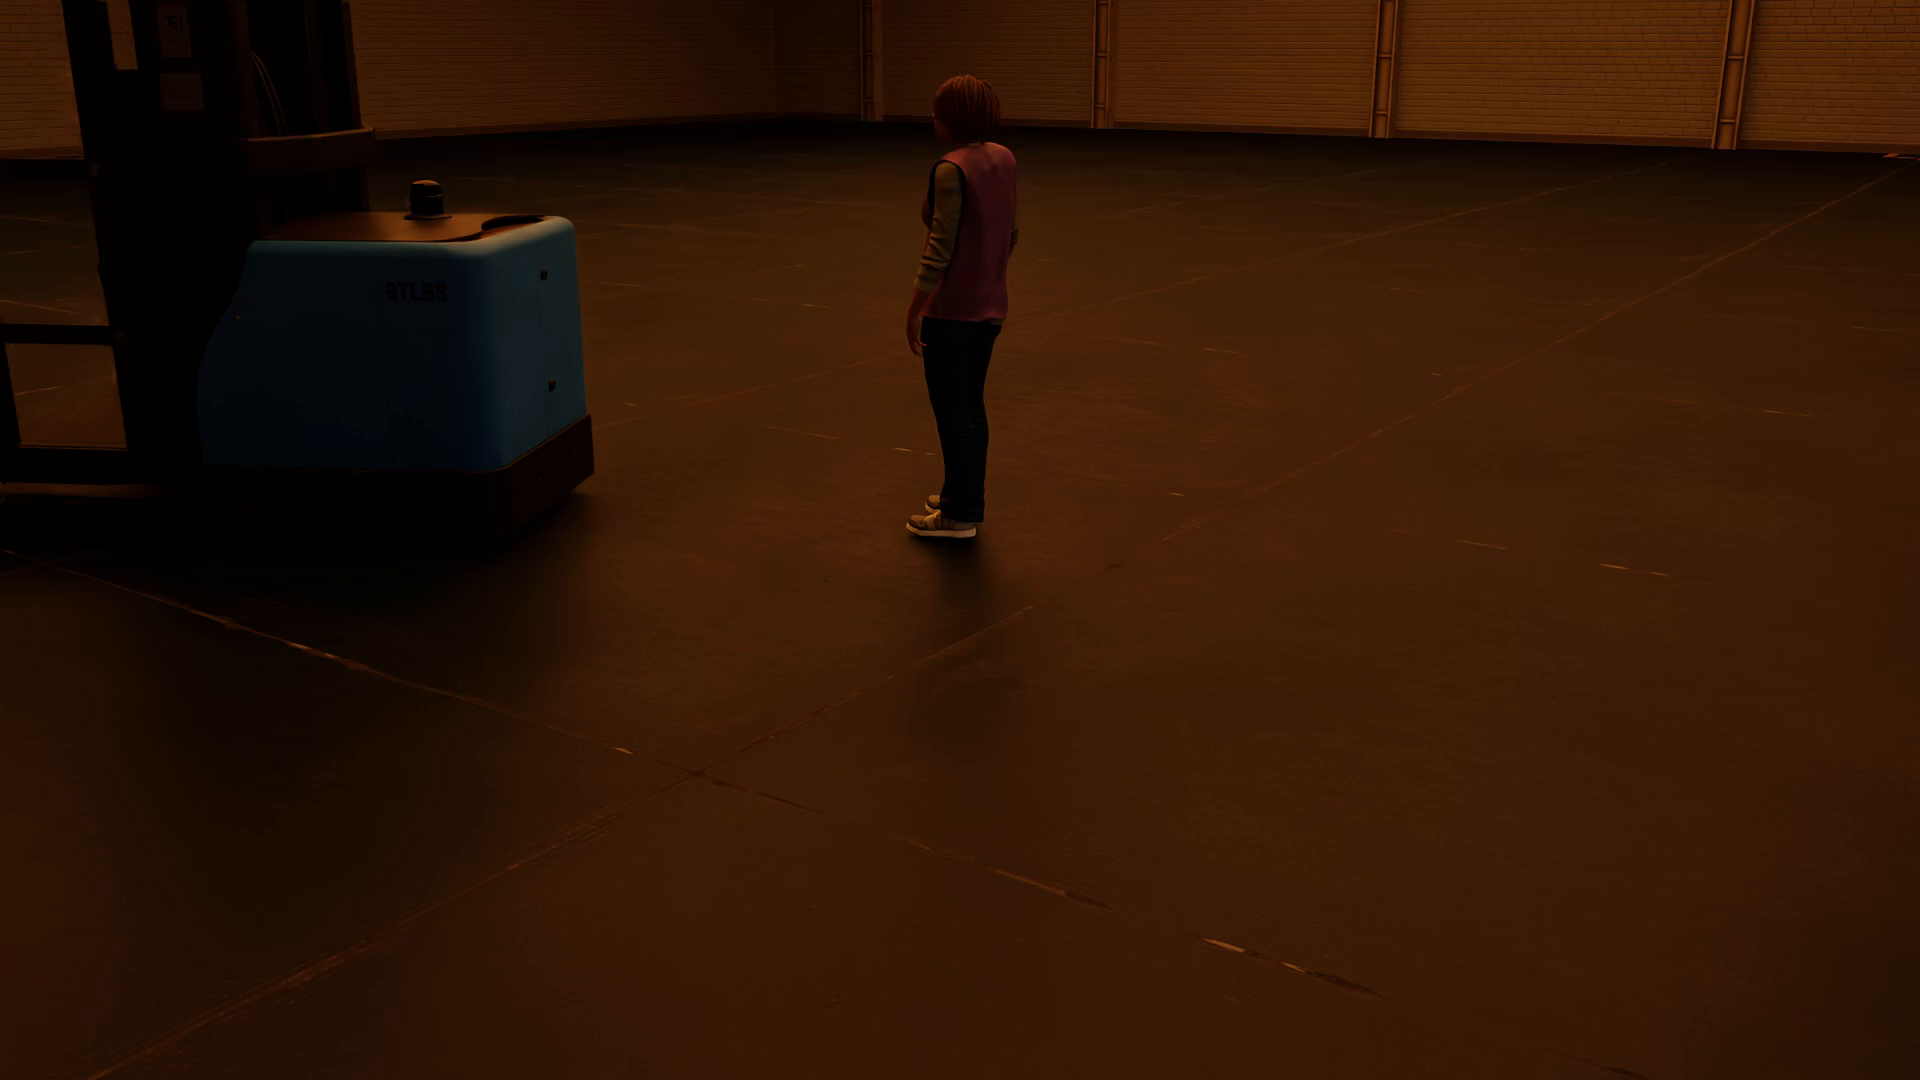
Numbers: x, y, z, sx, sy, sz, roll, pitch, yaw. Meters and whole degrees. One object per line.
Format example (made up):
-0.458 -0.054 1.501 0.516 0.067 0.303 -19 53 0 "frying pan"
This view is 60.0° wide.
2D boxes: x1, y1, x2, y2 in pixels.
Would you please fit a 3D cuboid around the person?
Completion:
-0.054 -0.787 5.769 0.473 1.599 0.521 11 20 33 "person"

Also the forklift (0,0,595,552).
-3.003 -1.529 5.945 3.031 2.935 1.130 2 17 6 "forklift"
